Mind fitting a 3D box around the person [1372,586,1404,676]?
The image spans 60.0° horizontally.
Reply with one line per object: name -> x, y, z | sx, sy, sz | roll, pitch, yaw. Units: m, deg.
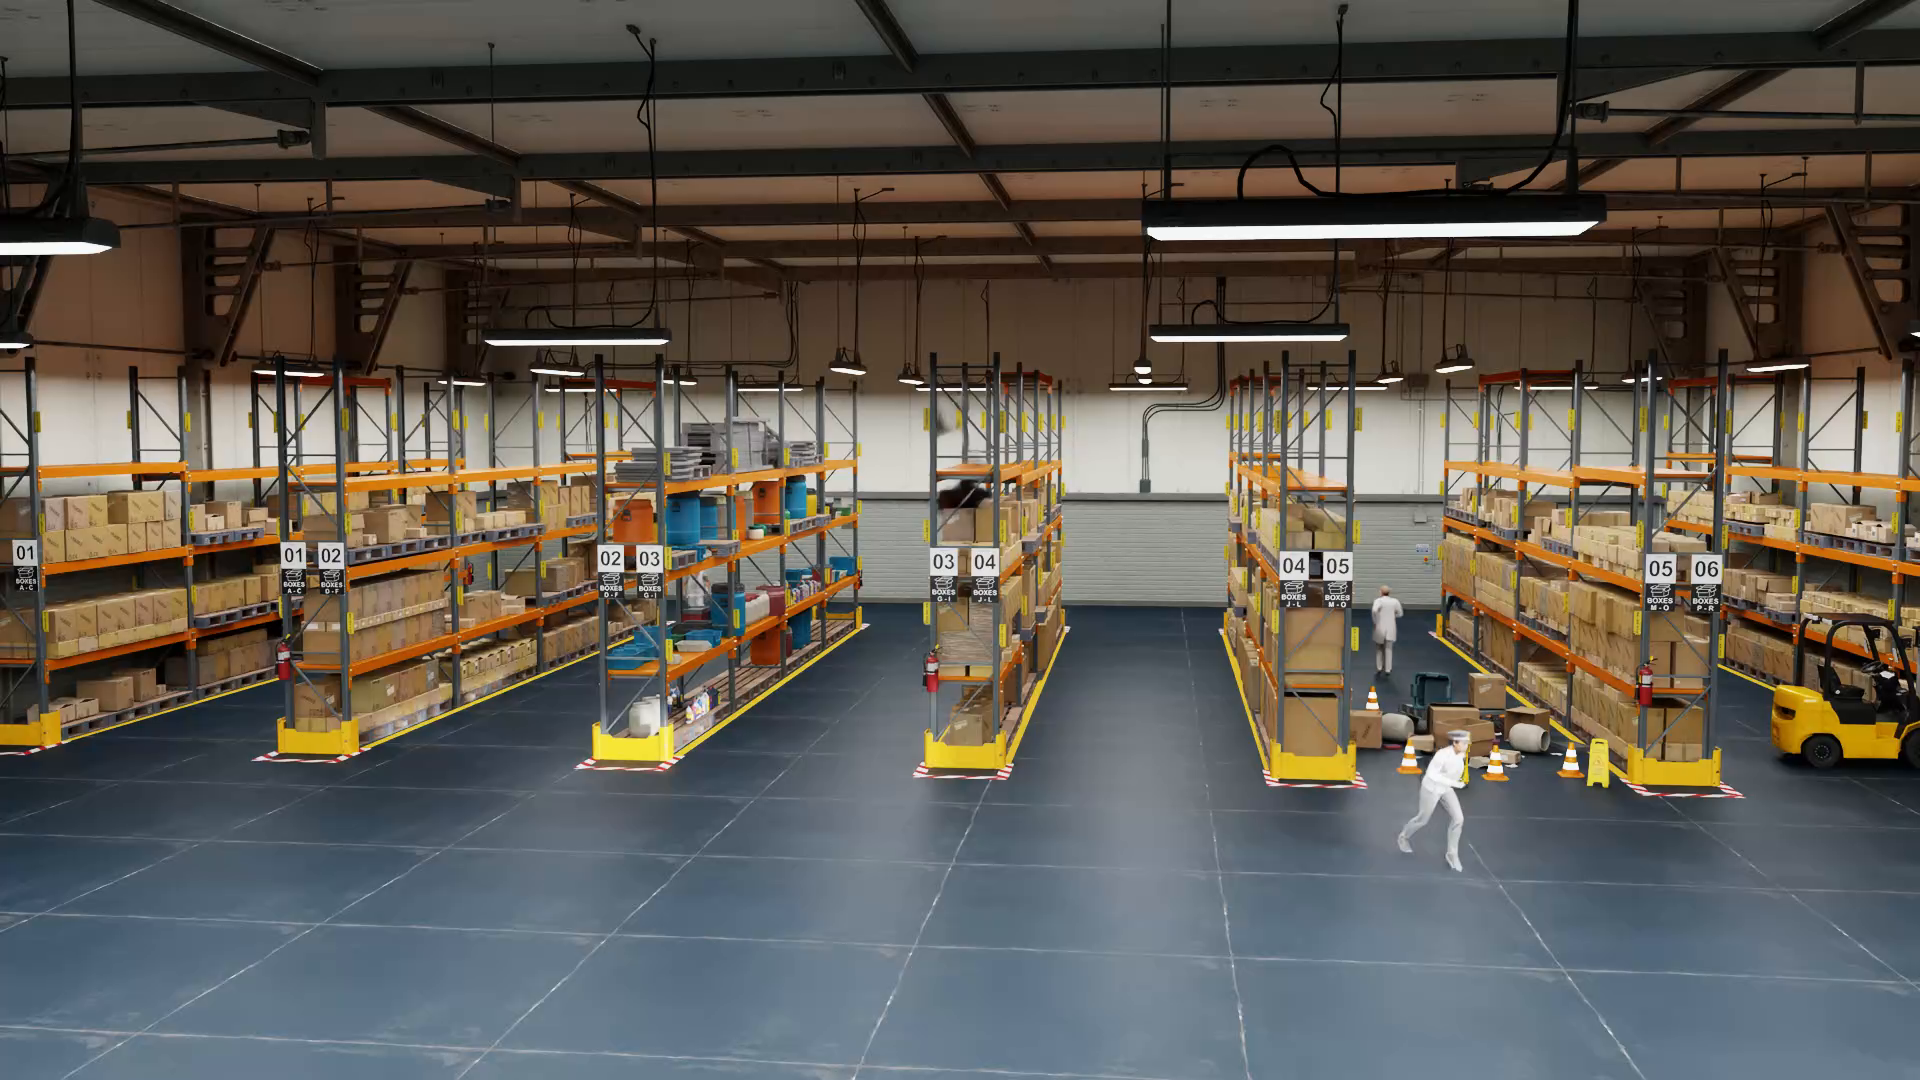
person -> 8.367, 1.822, 32.610 | 0.669, 1.855, 0.862 | 0, 4, 4

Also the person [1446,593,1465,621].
person -> 11.954, 1.362, 40.000 | 0.767, 1.634, 0.515 | 0, 4, 5

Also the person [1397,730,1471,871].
person -> 5.388, 2.904, 18.894 | 0.656, 1.624, 0.955 | -3, 5, -36

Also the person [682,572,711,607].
person -> -6.248, 1.359, 39.415 | 0.677, 1.768, 0.795 | -1, 4, -7
